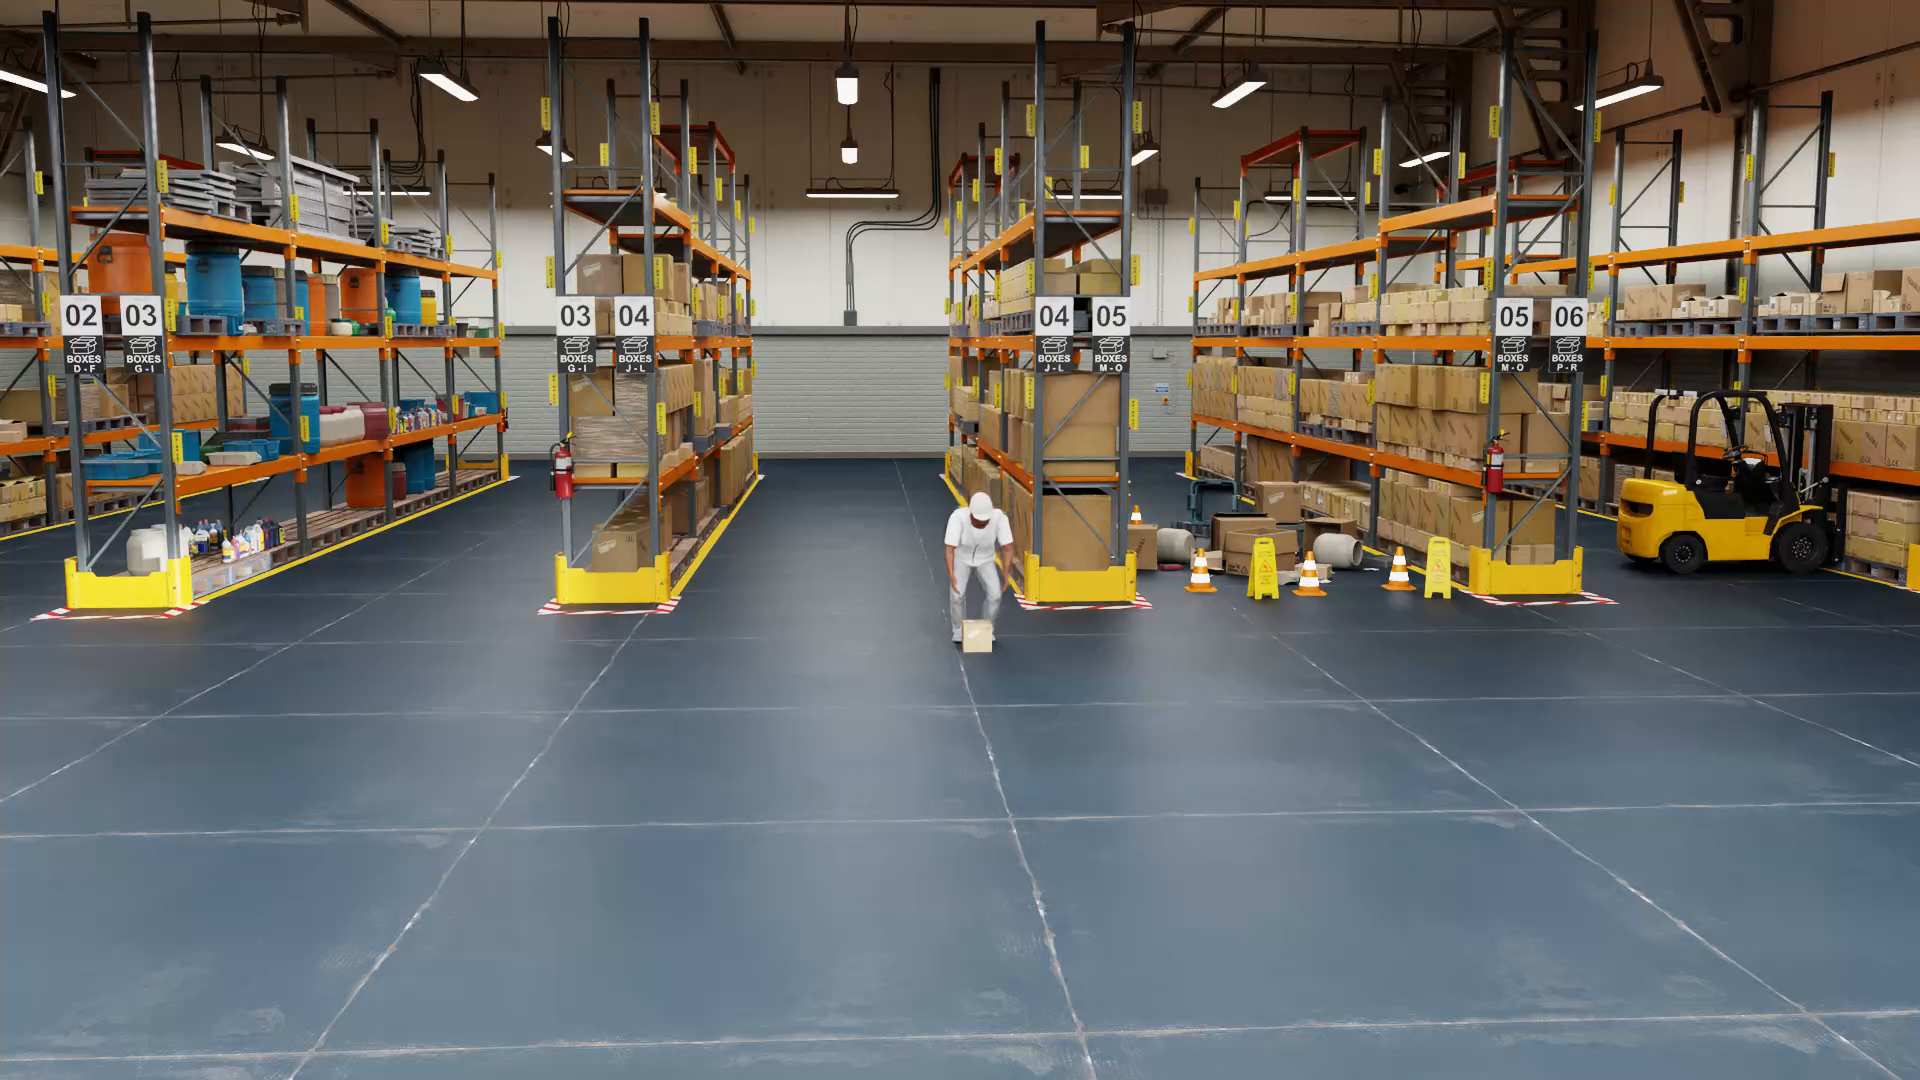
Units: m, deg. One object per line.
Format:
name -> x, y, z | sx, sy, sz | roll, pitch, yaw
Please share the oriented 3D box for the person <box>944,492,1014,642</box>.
person -> 0.168, 0.238, 15.202 | 0.631, 1.399, 0.763 | 0, 7, -4
